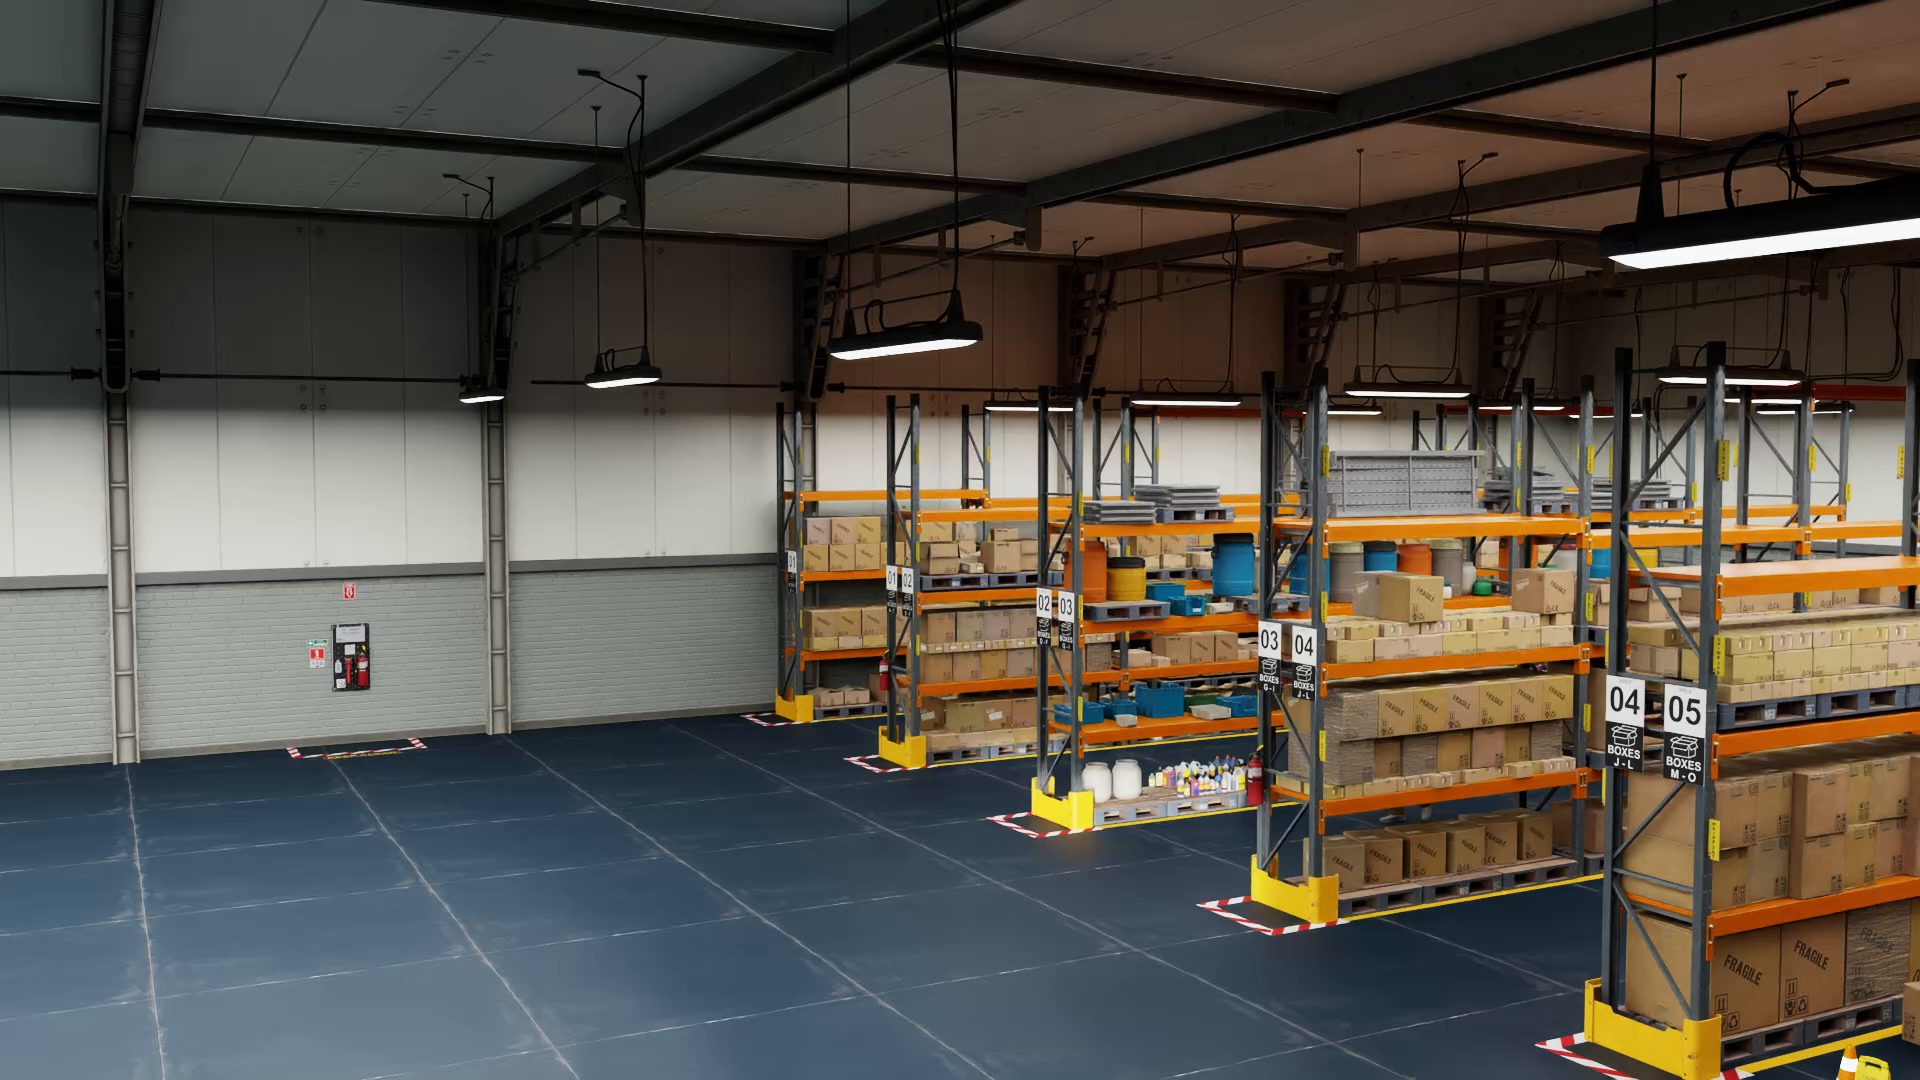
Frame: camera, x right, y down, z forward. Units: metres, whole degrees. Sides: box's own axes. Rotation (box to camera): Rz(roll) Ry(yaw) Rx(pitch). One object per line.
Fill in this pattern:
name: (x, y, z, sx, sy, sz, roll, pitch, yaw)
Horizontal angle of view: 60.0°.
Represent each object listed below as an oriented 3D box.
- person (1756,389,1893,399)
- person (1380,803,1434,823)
person: (10.618, 0.518, 29.203, 5.812, 5.820, 13.757, -2, 4, -26)
person: (6.140, 3.000, 22.889, 0.751, 1.755, 0.602, -1, 3, -13)
